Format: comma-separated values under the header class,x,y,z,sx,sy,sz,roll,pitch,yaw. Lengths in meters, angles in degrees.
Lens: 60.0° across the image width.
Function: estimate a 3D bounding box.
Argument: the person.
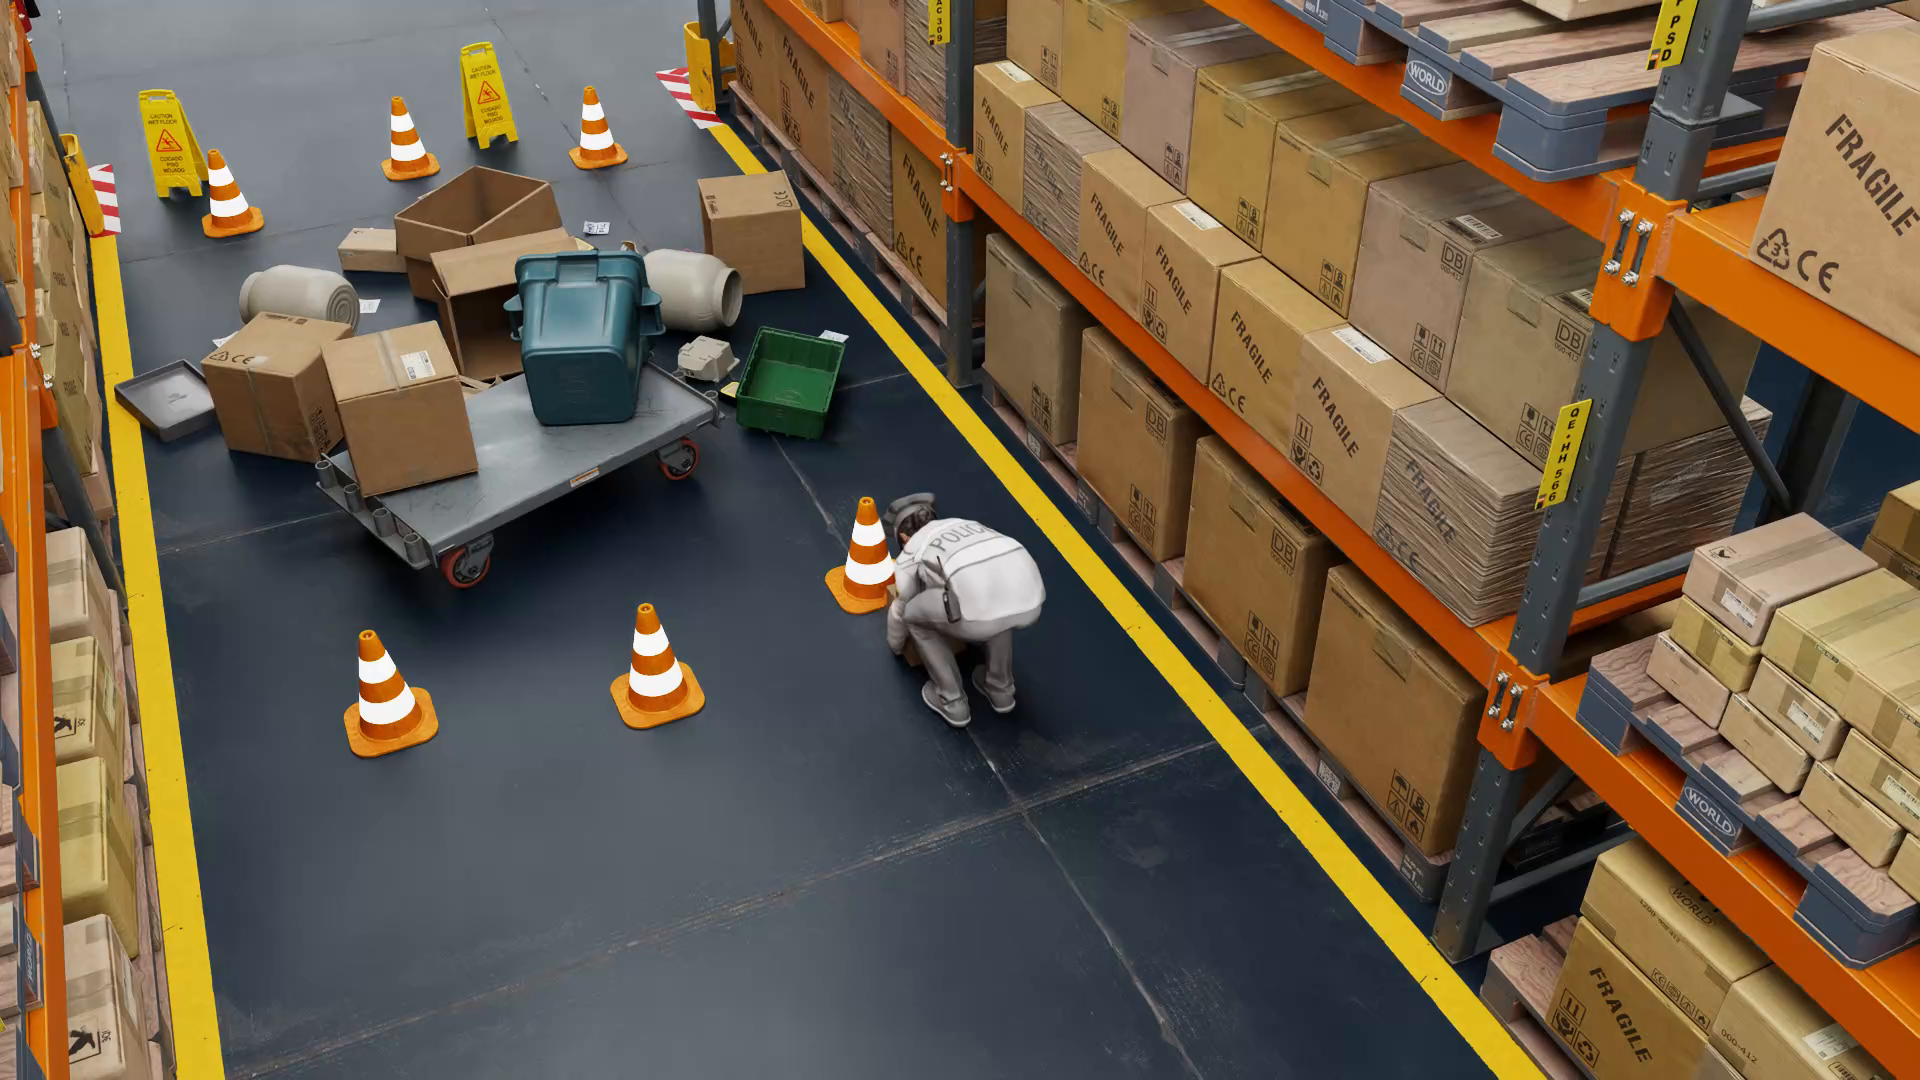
class,x,y,z,sx,sy,sz,roll,pitch,yaw
person,-0.009,0.259,6.488,0.447,0.852,0.887,-18,41,-22
